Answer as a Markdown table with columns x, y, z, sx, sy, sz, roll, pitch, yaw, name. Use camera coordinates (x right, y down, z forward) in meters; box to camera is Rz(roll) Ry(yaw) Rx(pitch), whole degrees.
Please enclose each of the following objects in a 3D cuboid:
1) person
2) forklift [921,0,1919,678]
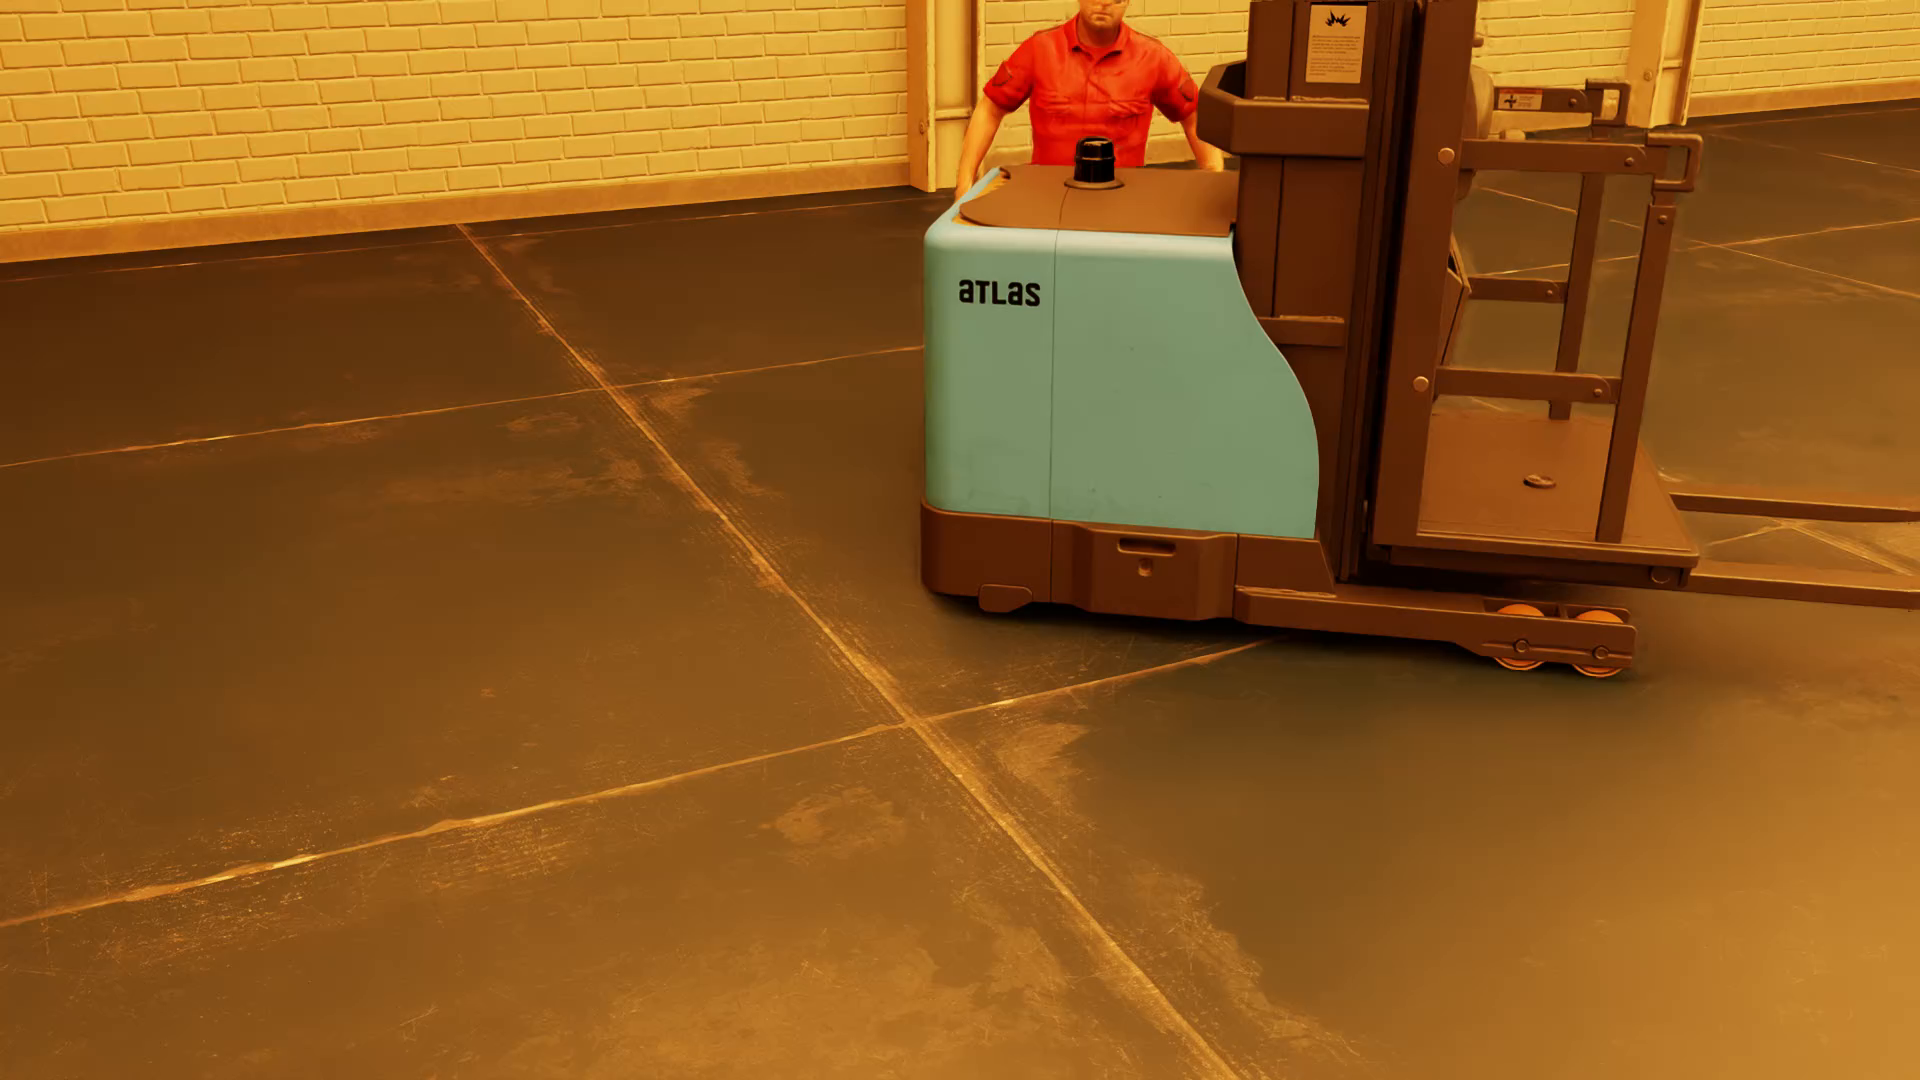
| x | y | z | sx | sy | sz | roll | pitch | yaw | name |
| --- | --- | --- | --- | --- | --- | --- | --- | --- | --- |
| 0.427 | -1.023 | 5.412 | 0.901 | 1.680 | 0.573 | 2 | 23 | 6 | person |
| 1.462 | -1.224 | 4.234 | 3.031 | 2.935 | 1.130 | 5 | 23 | 11 | forklift |
